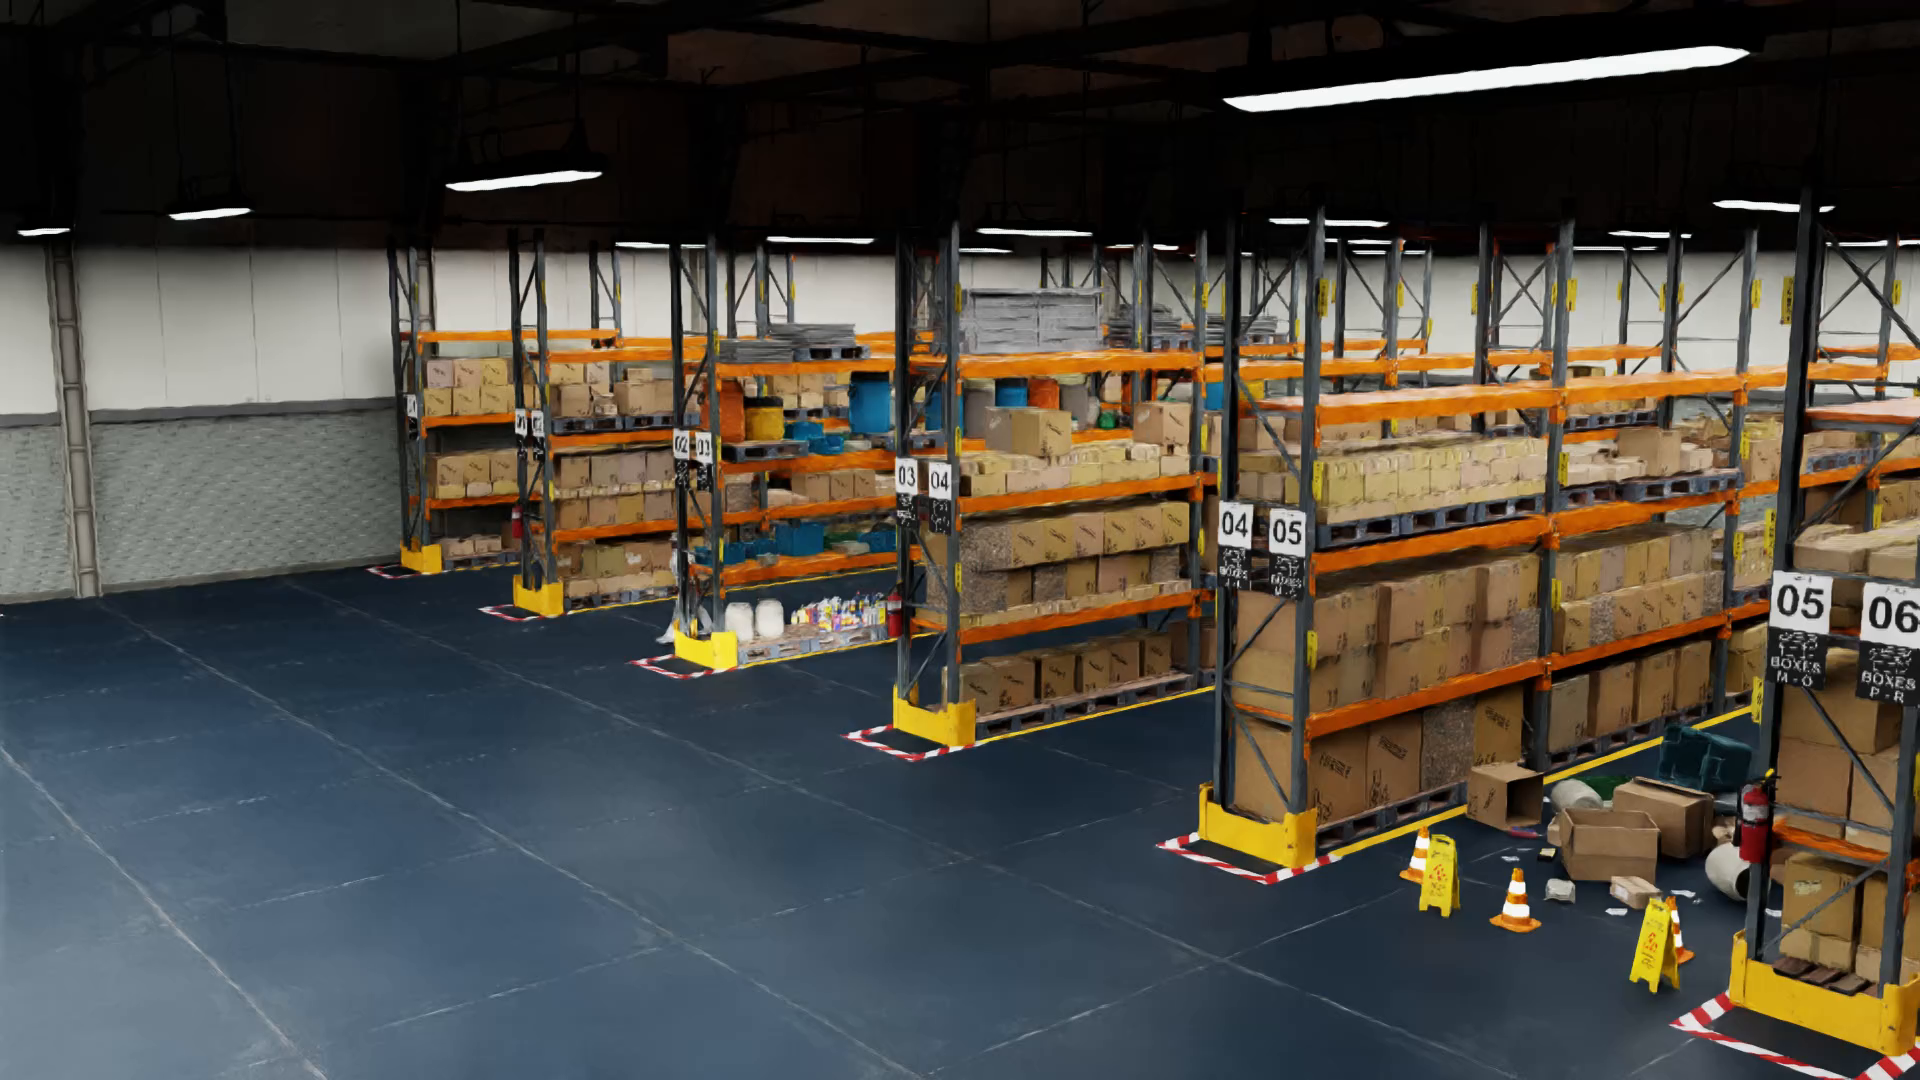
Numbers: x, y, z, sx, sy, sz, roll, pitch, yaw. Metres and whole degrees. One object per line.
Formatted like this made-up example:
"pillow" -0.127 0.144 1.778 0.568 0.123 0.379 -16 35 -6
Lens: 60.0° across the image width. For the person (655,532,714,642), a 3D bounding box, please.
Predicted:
"person" -4.036 0.648 24.224 1.075 1.586 0.457 -6 11 -36
